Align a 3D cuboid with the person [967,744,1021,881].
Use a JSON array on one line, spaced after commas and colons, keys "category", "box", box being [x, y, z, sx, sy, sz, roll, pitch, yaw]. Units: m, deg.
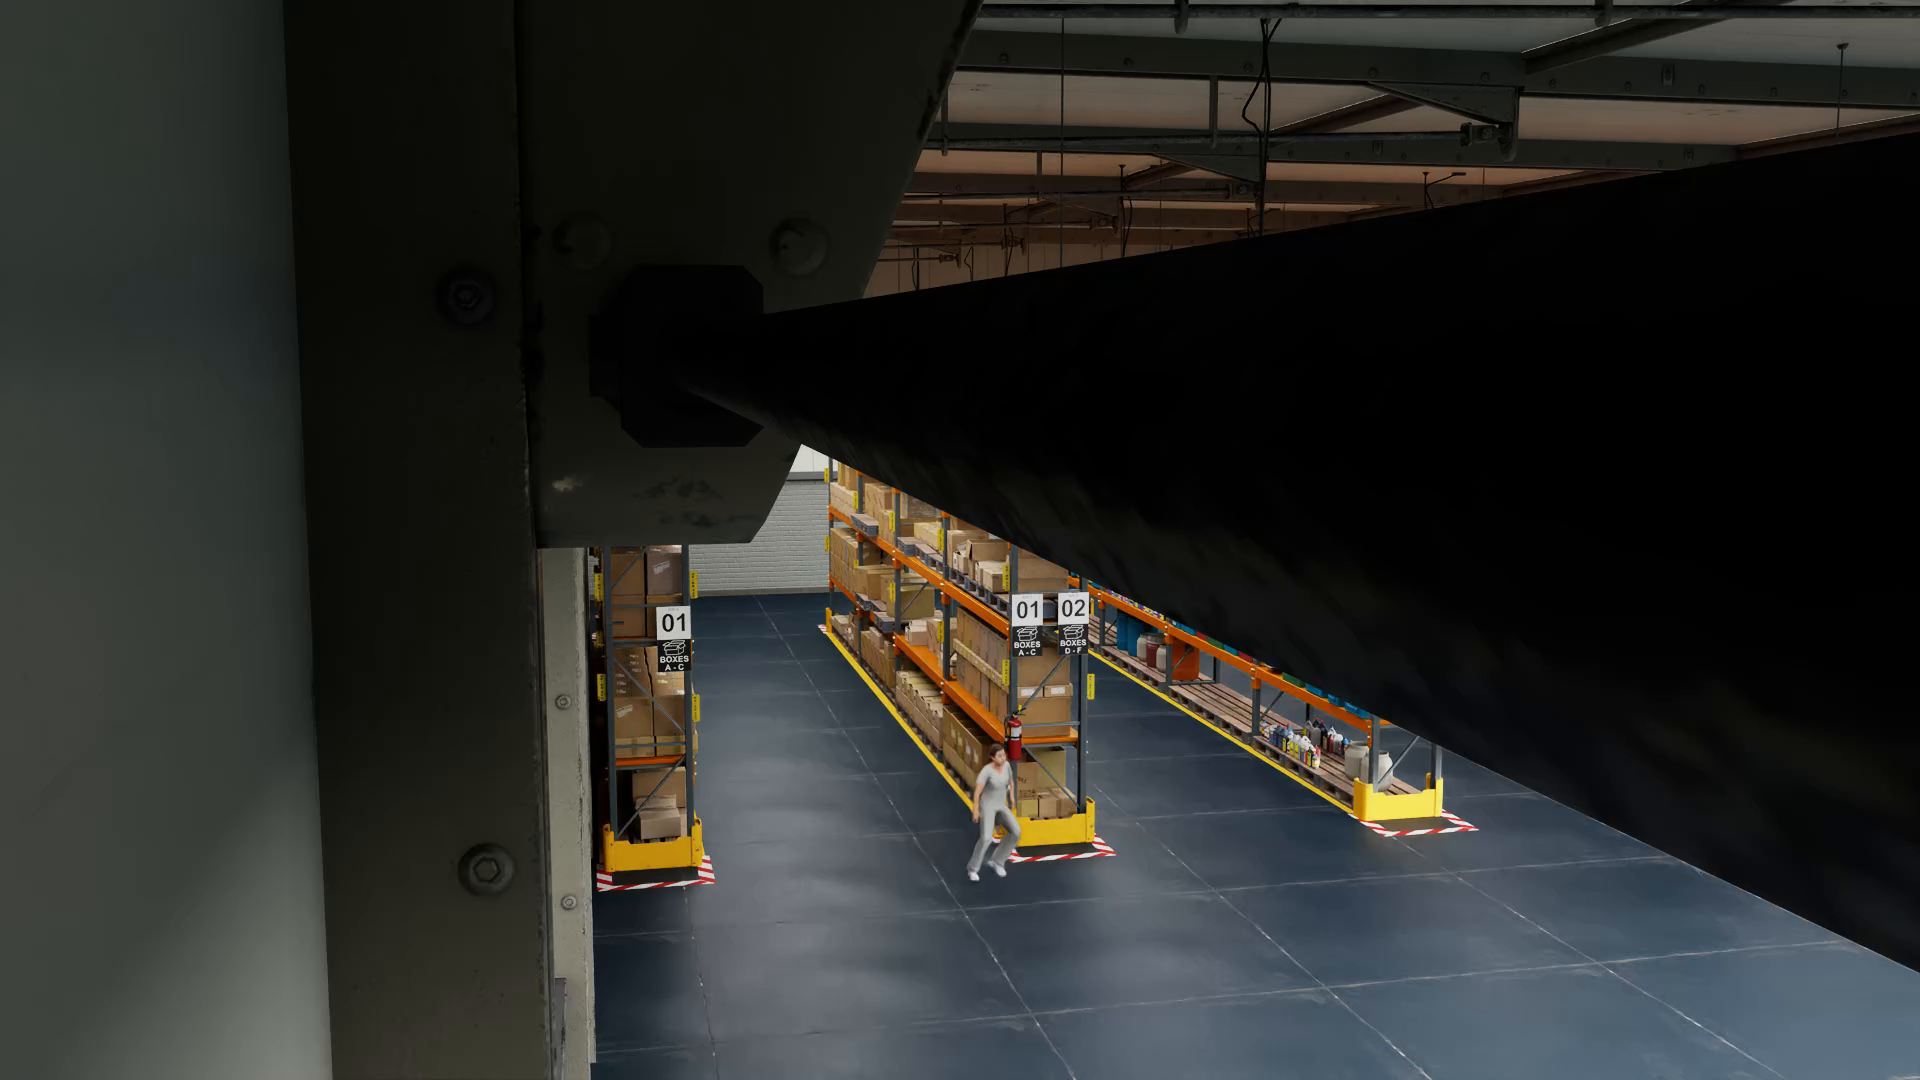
[{"category": "person", "box": [0.395, 3.219, 19.781, 0.484, 1.595, 0.825, 7, 9, 44]}]
